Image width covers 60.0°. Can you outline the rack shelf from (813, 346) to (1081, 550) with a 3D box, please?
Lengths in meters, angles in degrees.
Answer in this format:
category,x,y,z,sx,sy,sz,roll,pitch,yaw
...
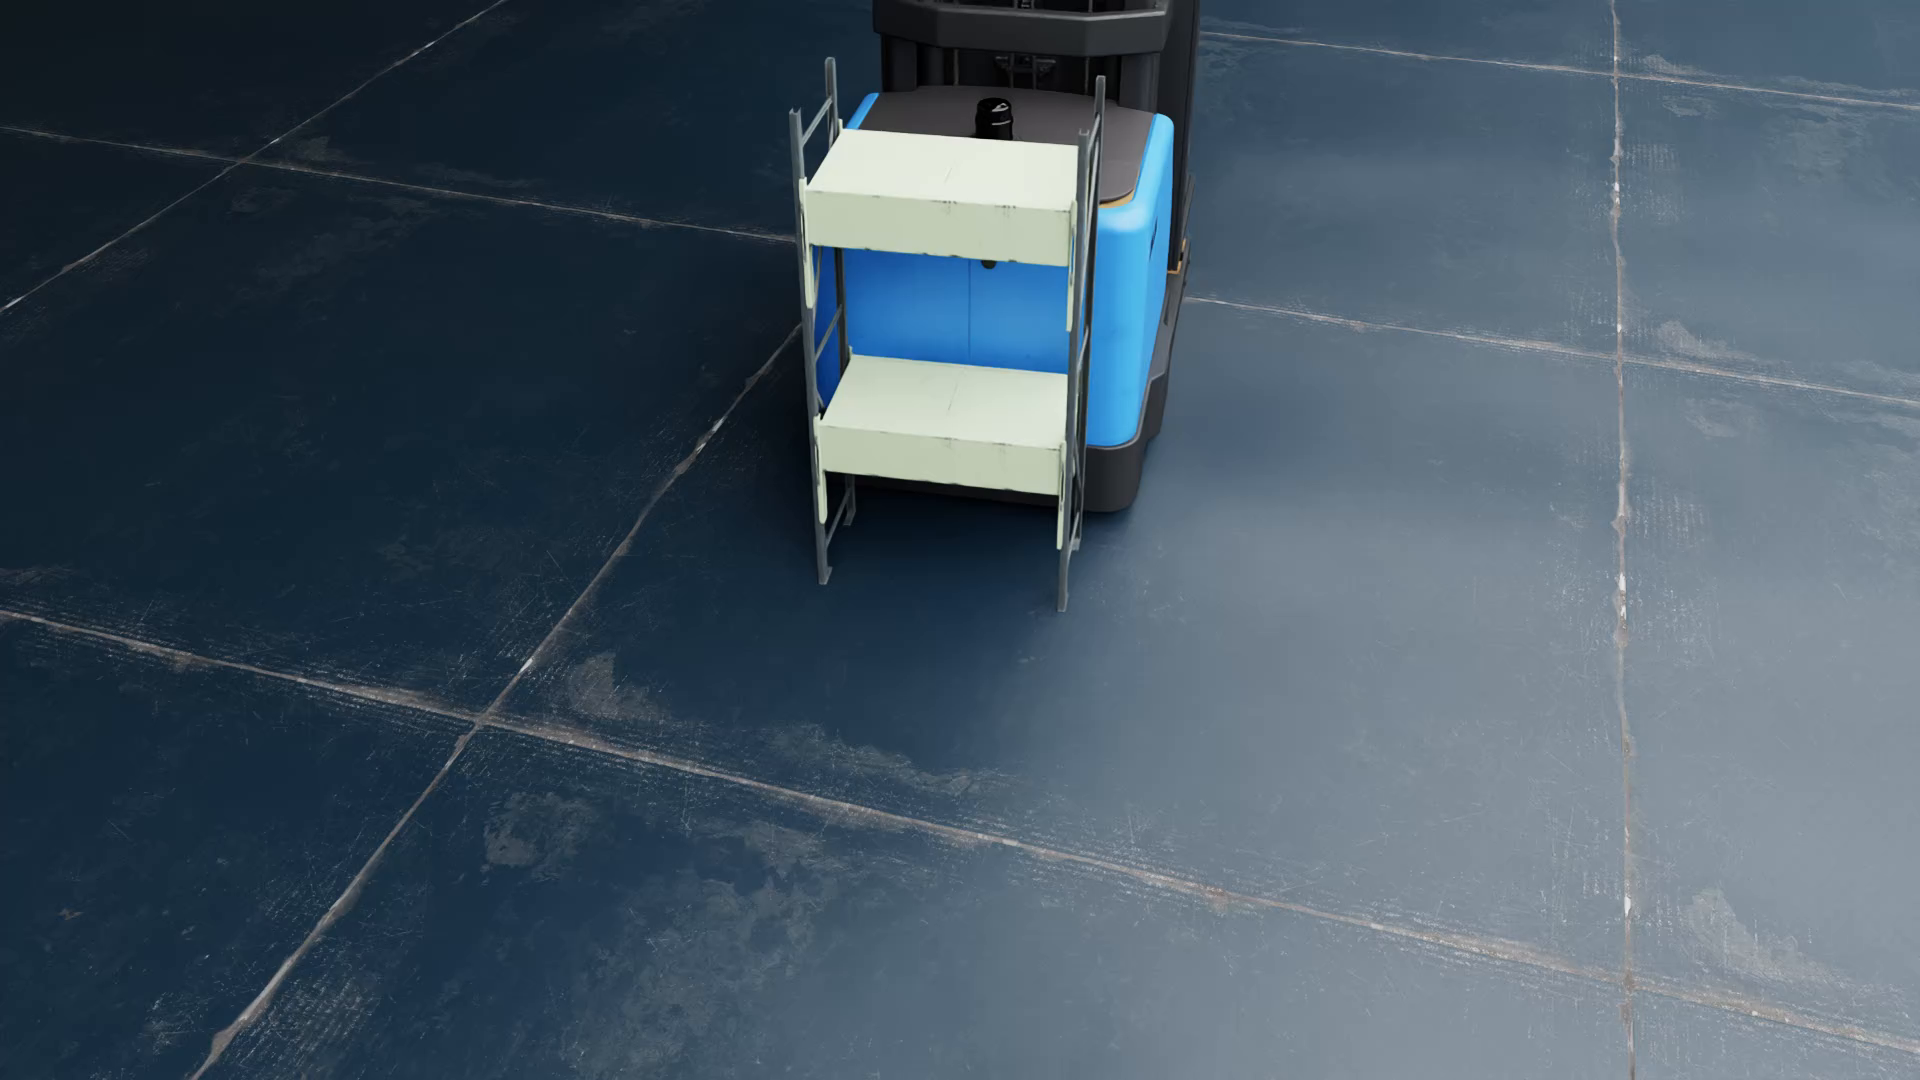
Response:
category,x,y,z,sx,sy,sz,roll,pitch,yaw
rack shelf,-0.023,-0.279,4.914,0.720,0.370,0.431,6,37,8

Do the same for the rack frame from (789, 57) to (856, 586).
category,x,y,z,sx,sy,sz,roll,pitch,yaw
rack frame,-0.383,-0.581,4.775,0.023,1.500,0.400,6,37,8

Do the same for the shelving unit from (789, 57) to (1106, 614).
category,x,y,z,sx,sy,sz,roll,pitch,yaw
shelving unit,-0.023,-0.542,4.721,0.755,1.500,0.431,6,37,8

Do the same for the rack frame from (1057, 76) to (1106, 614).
category,x,y,z,sx,sy,sz,roll,pitch,yaw
rack frame,0.337,-0.502,4.667,0.023,1.500,0.400,6,37,8

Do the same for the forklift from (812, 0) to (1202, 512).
category,x,y,z,sx,sy,sz,roll,pitch,yaw
forklift,0.317,-2.139,5.683,1.130,2.935,3.031,7,37,9

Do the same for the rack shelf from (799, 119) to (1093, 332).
category,x,y,z,sx,sy,sz,roll,pitch,yaw
rack shelf,-0.023,-0.856,4.490,0.720,0.370,0.431,6,37,8
